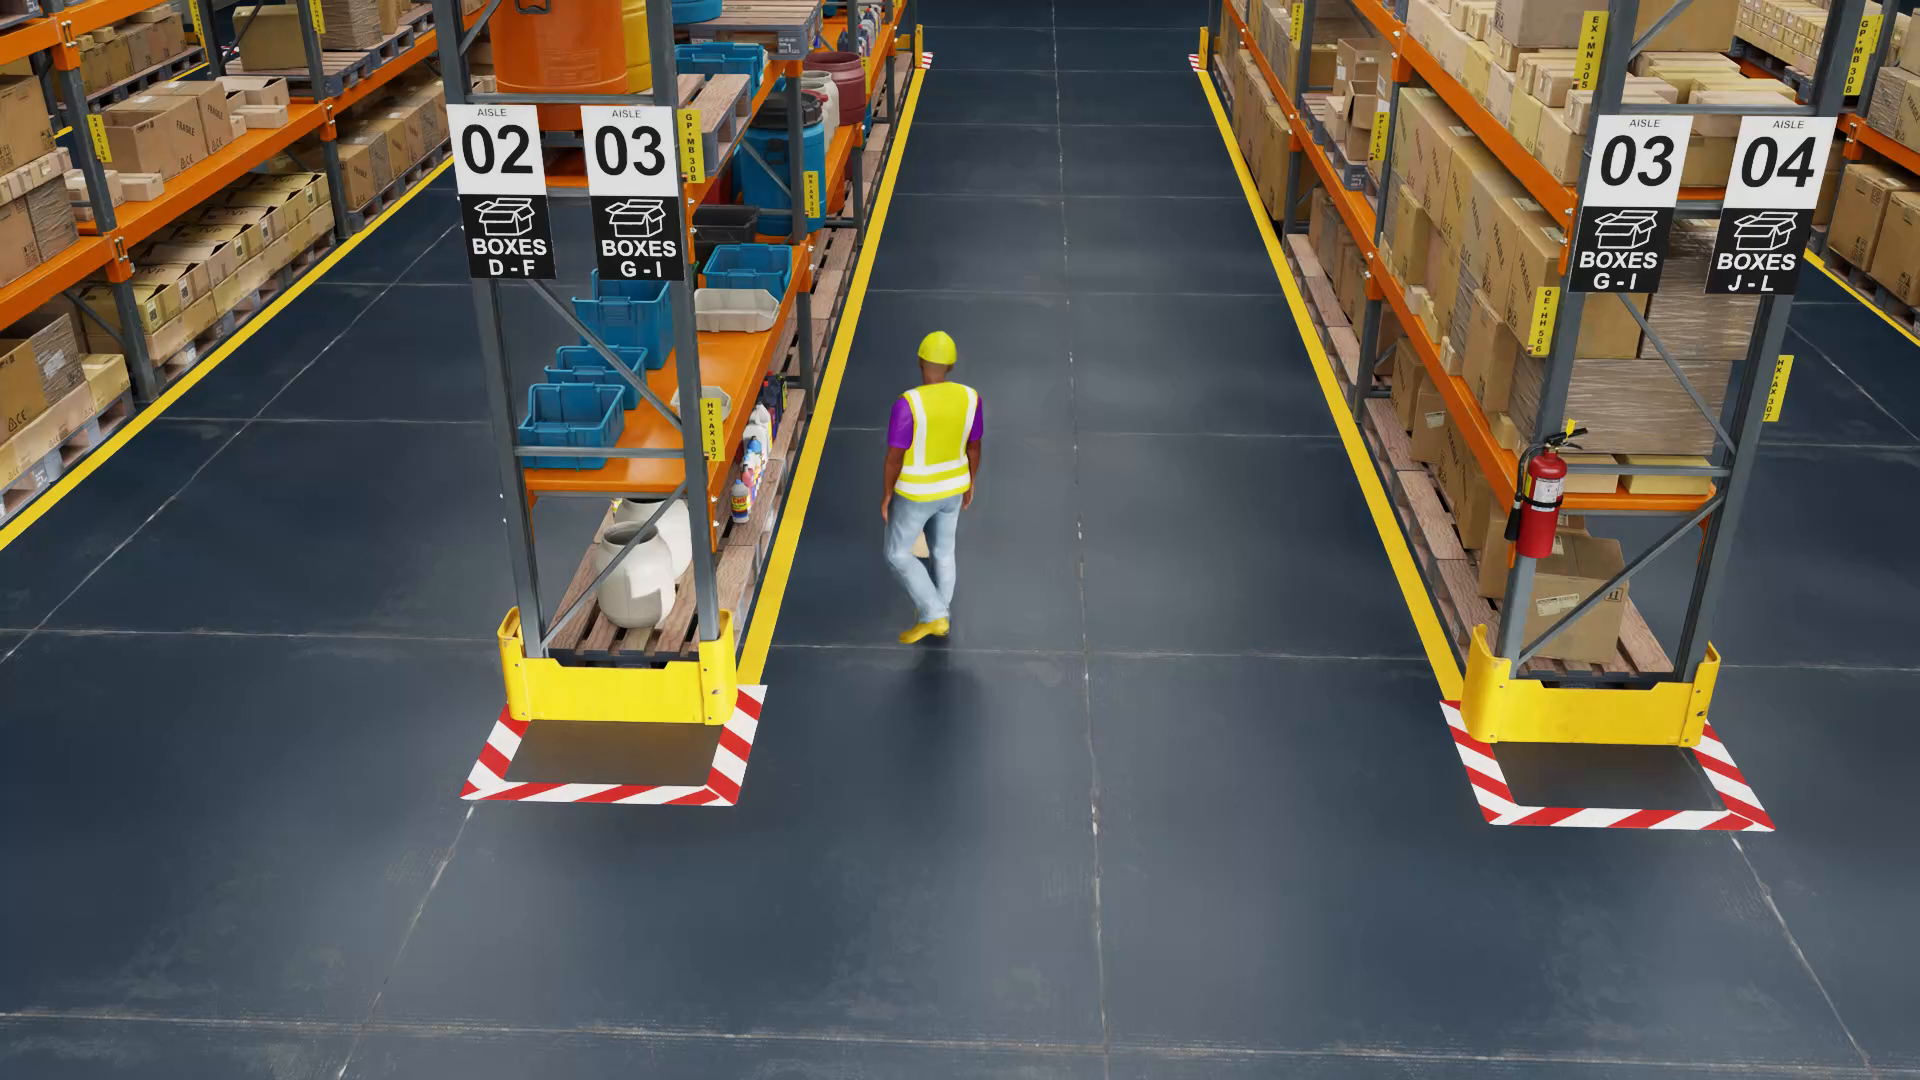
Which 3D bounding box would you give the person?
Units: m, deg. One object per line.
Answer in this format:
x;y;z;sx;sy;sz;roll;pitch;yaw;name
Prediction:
-0.118;-0.244;9.038;0.610;1.765;0.554;-16;32;-28;person
